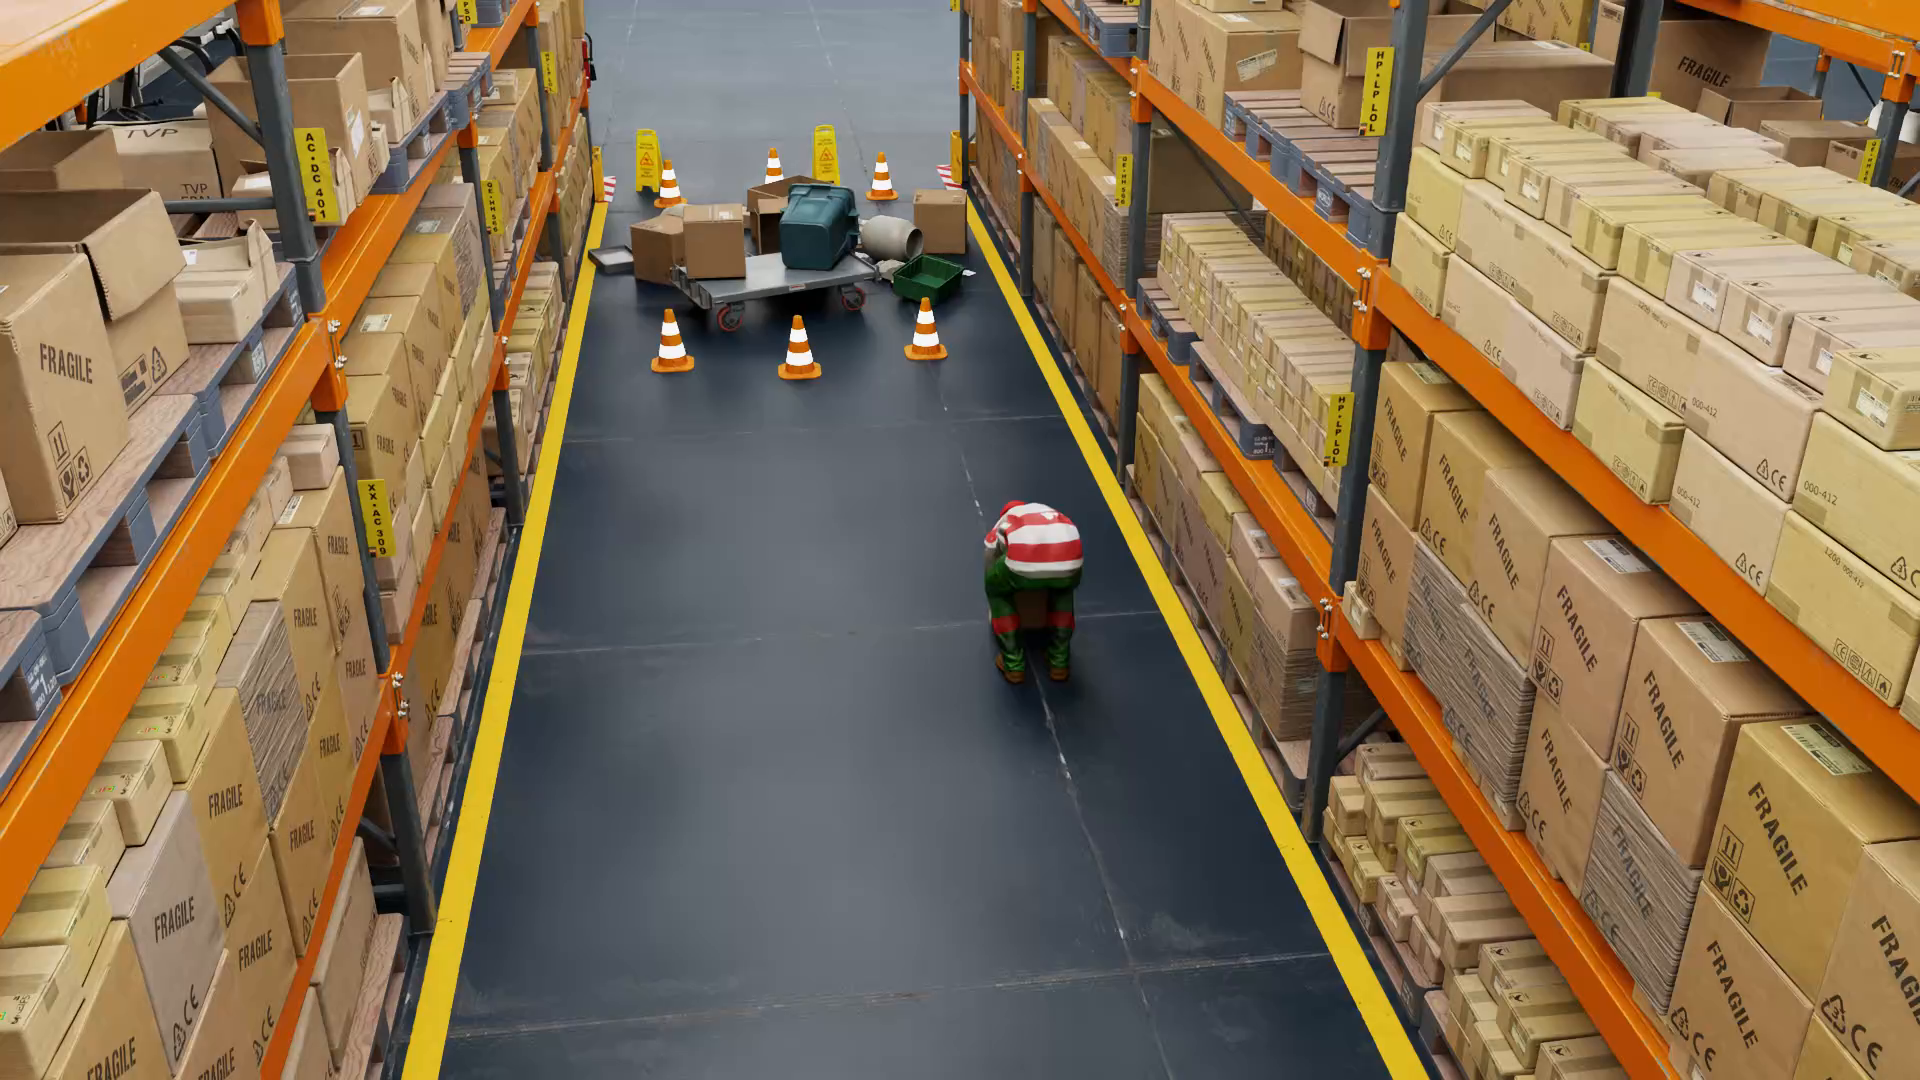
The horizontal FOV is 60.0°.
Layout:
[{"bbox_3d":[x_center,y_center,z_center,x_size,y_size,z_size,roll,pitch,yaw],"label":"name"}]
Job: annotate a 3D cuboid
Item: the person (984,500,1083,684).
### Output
[{"bbox_3d":[0.376,0.206,9.084,0.532,0.970,0.948,-5,27,-9],"label":"person"}]
